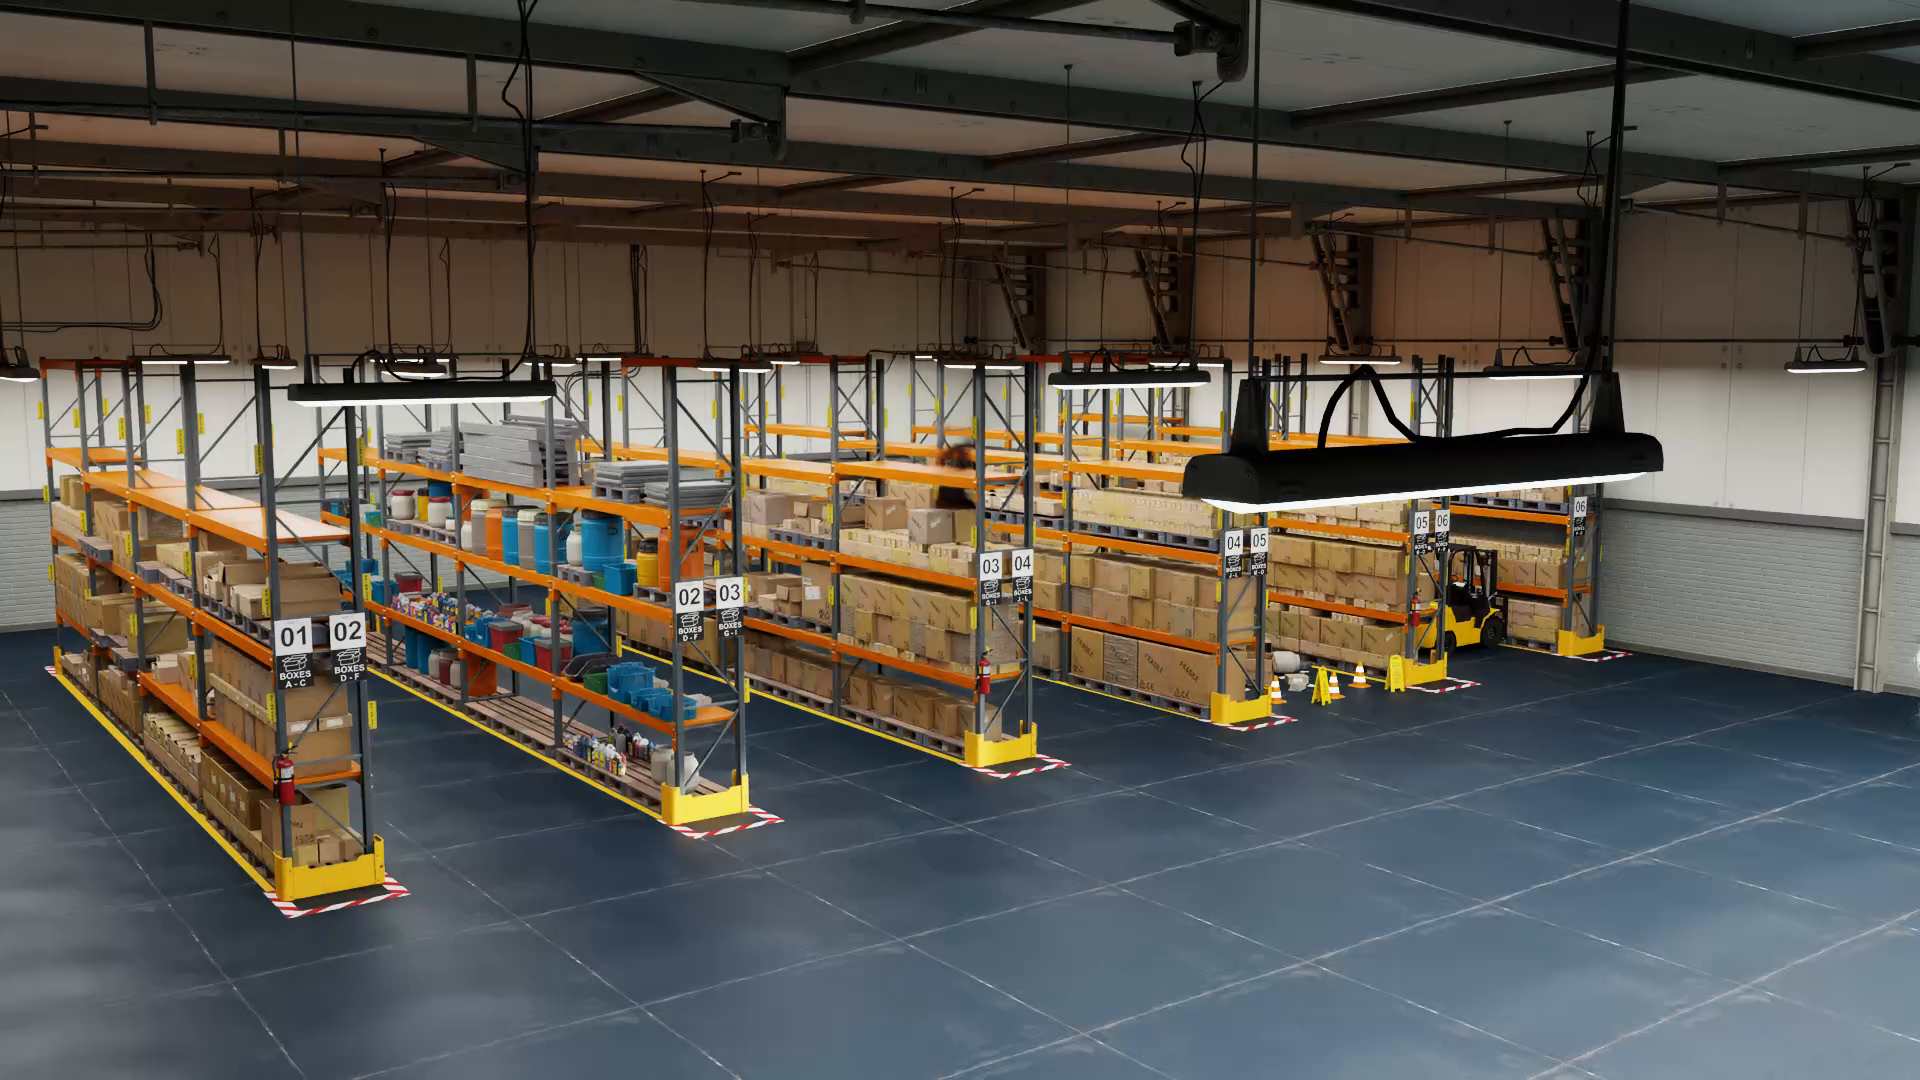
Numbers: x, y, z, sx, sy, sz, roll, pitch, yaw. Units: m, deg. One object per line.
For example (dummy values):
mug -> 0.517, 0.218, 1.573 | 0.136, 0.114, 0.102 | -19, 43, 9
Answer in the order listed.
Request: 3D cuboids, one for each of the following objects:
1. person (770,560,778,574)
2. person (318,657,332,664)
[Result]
person -> -4.690, 0.398, 42.159 | 0.700, 1.781, 0.632 | -6, 9, -40
person -> -10.960, 2.130, 28.350 | 0.859, 1.659, 0.579 | 6, 9, 42
